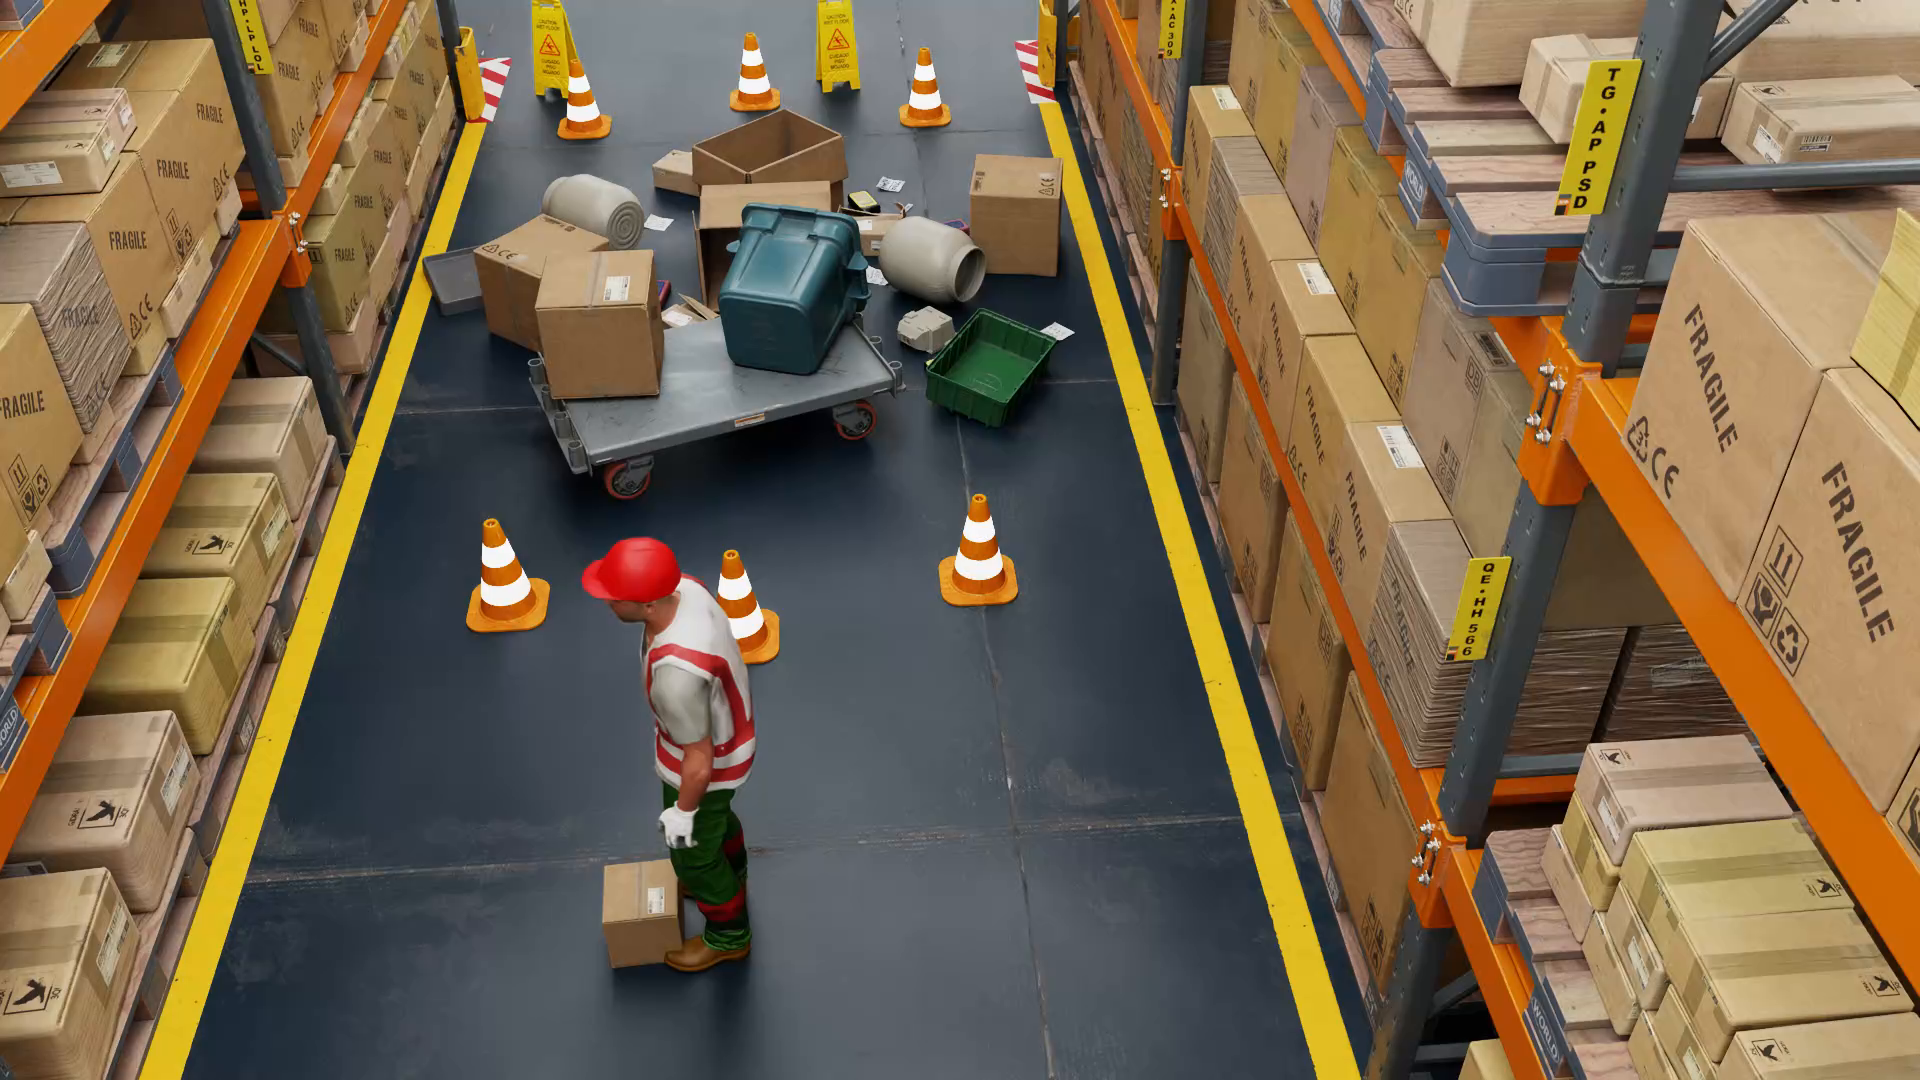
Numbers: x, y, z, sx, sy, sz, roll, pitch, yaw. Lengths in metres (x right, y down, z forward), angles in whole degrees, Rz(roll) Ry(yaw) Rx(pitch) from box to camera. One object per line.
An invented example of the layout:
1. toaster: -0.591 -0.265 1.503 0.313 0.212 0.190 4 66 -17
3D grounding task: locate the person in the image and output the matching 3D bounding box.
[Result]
1. person: -0.867 0.684 5.290 0.447 1.780 0.623 -5 39 -6
